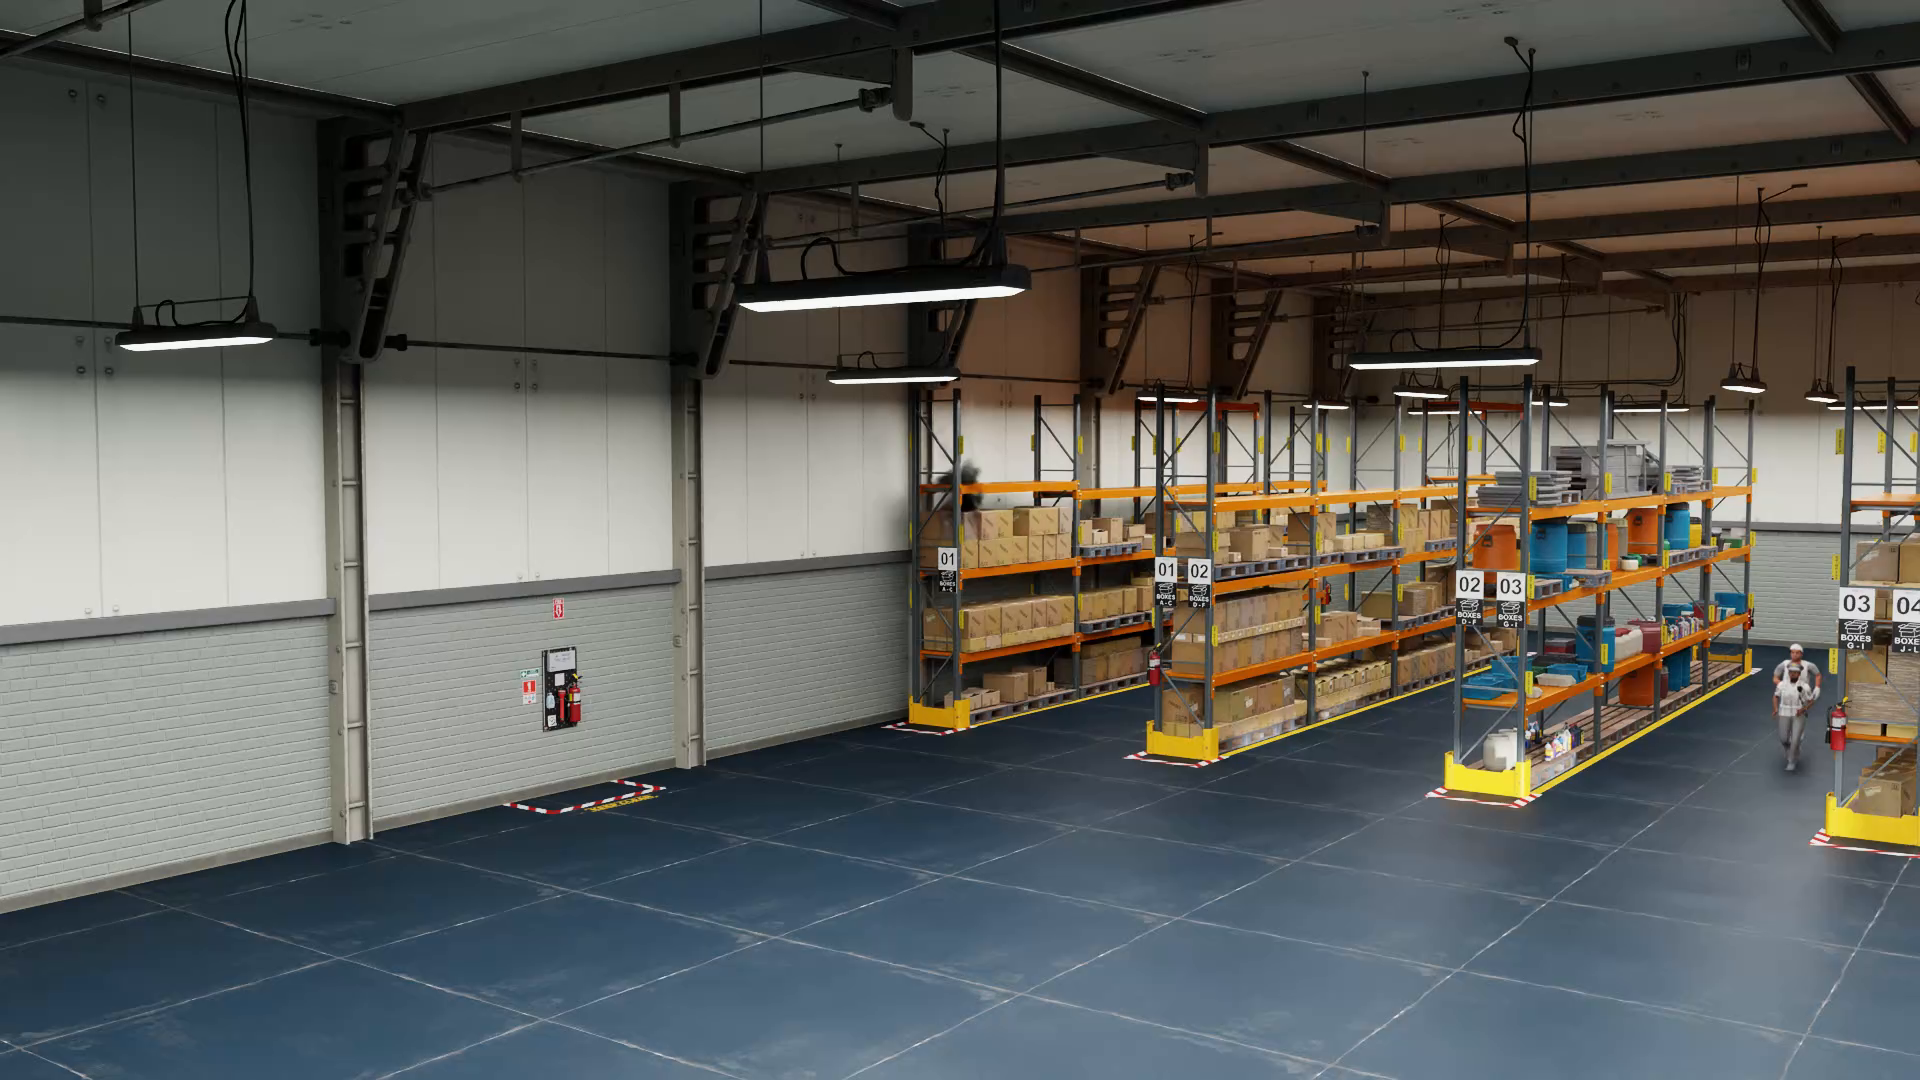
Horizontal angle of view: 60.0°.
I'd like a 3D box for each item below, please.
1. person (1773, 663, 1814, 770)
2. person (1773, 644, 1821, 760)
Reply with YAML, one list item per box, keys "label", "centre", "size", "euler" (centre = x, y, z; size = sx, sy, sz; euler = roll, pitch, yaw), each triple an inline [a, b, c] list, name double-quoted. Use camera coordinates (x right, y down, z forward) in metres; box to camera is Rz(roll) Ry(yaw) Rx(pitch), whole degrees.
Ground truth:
- label: "person"
  centre: [12.867, 2.717, 25.708]
  size: [0.586, 1.653, 0.556]
  euler: [2, 4, 34]
- label: "person"
  centre: [13.456, 2.575, 26.773]
  size: [0.681, 1.825, 0.861]
  euler: [2, 4, 35]
